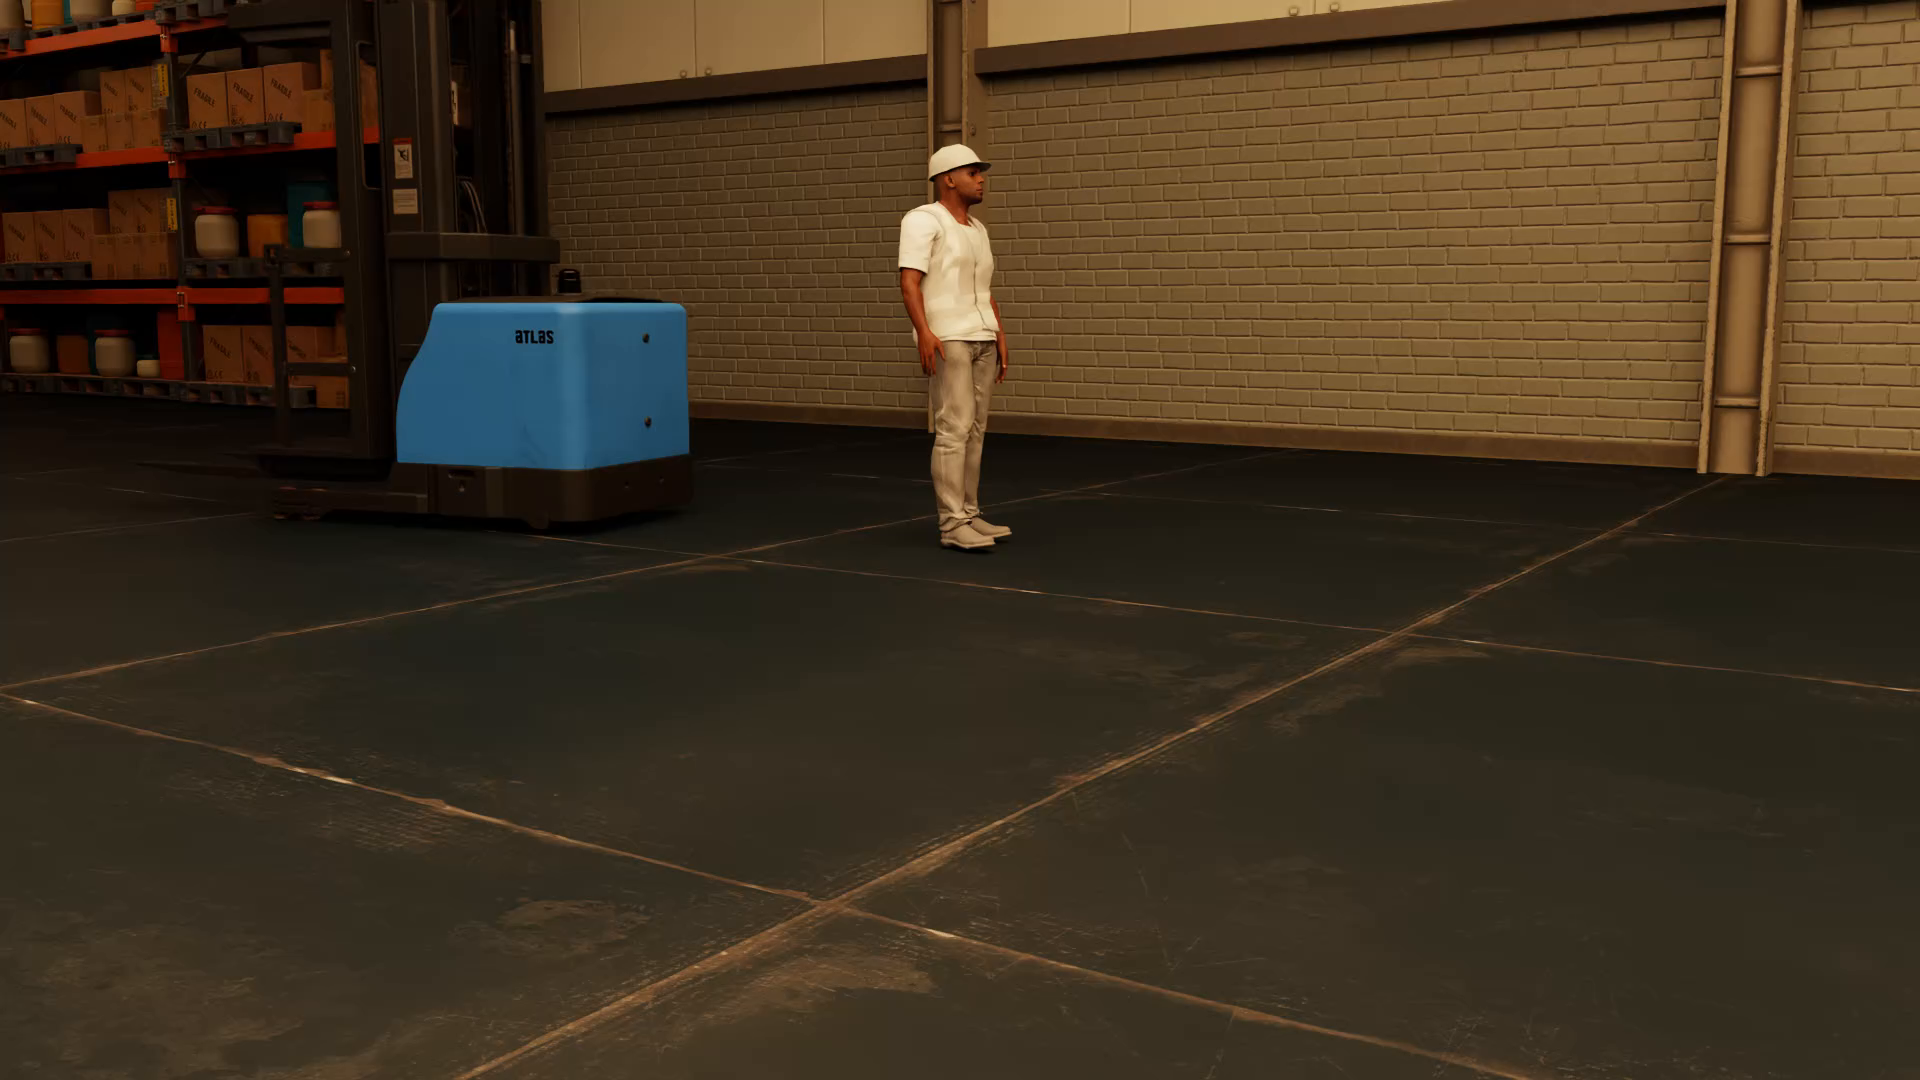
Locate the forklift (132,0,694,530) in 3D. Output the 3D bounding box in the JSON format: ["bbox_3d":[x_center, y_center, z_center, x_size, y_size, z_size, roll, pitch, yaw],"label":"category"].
[{"bbox_3d":[-2.934,-1.608,8.502,3.031,2.935,1.130,3,9,23],"label":"forklift"}]

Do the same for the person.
[{"bbox_3d":[0.055,-0.875,7.435,0.575,1.768,0.665,5,10,34],"label":"person"}]
